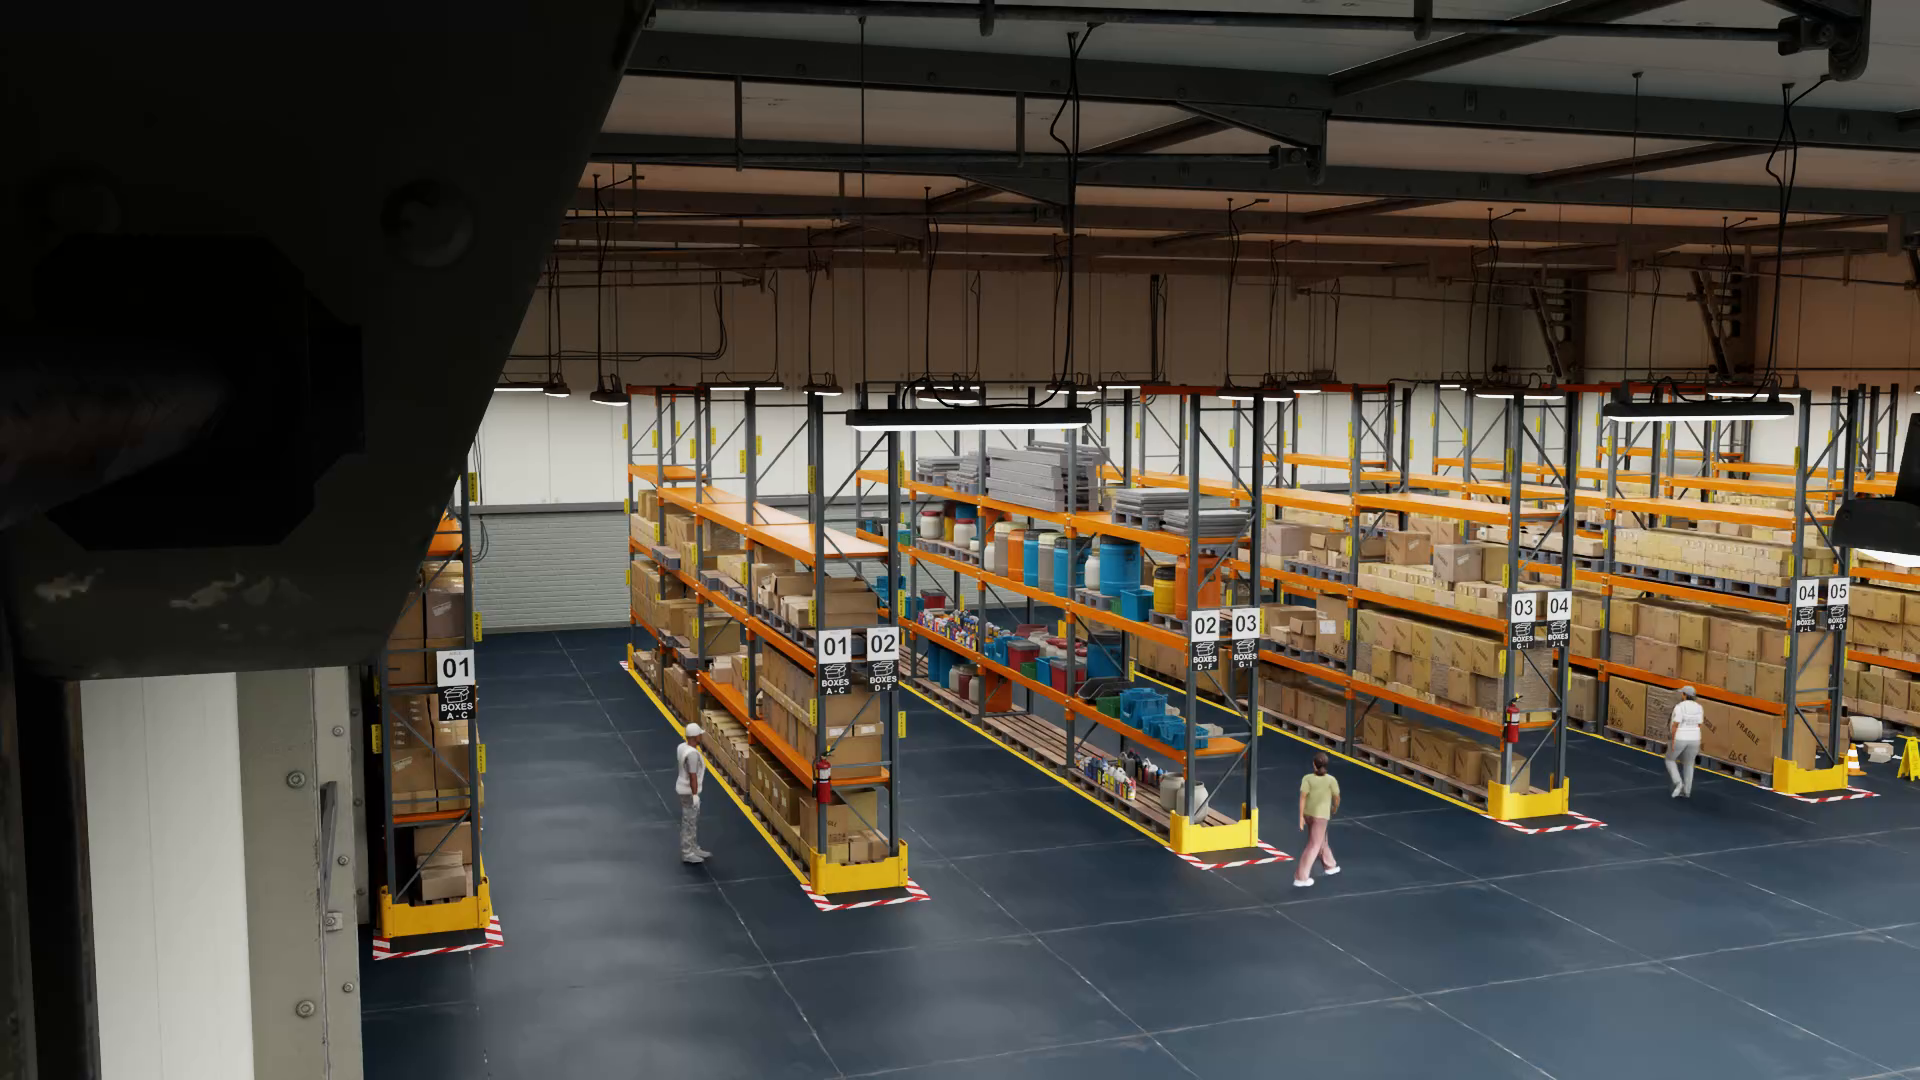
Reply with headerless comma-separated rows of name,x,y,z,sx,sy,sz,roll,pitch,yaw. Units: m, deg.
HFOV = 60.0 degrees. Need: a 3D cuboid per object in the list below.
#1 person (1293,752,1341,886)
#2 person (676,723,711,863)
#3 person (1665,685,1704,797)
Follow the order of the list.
person,4.448,3.388,20.395,0.938,1.627,0.418,-4,7,-31
person,-3.420,3.242,21.344,0.449,1.799,0.584,-1,6,-14
person,10.689,2.967,24.484,0.478,1.658,0.475,1,6,8
